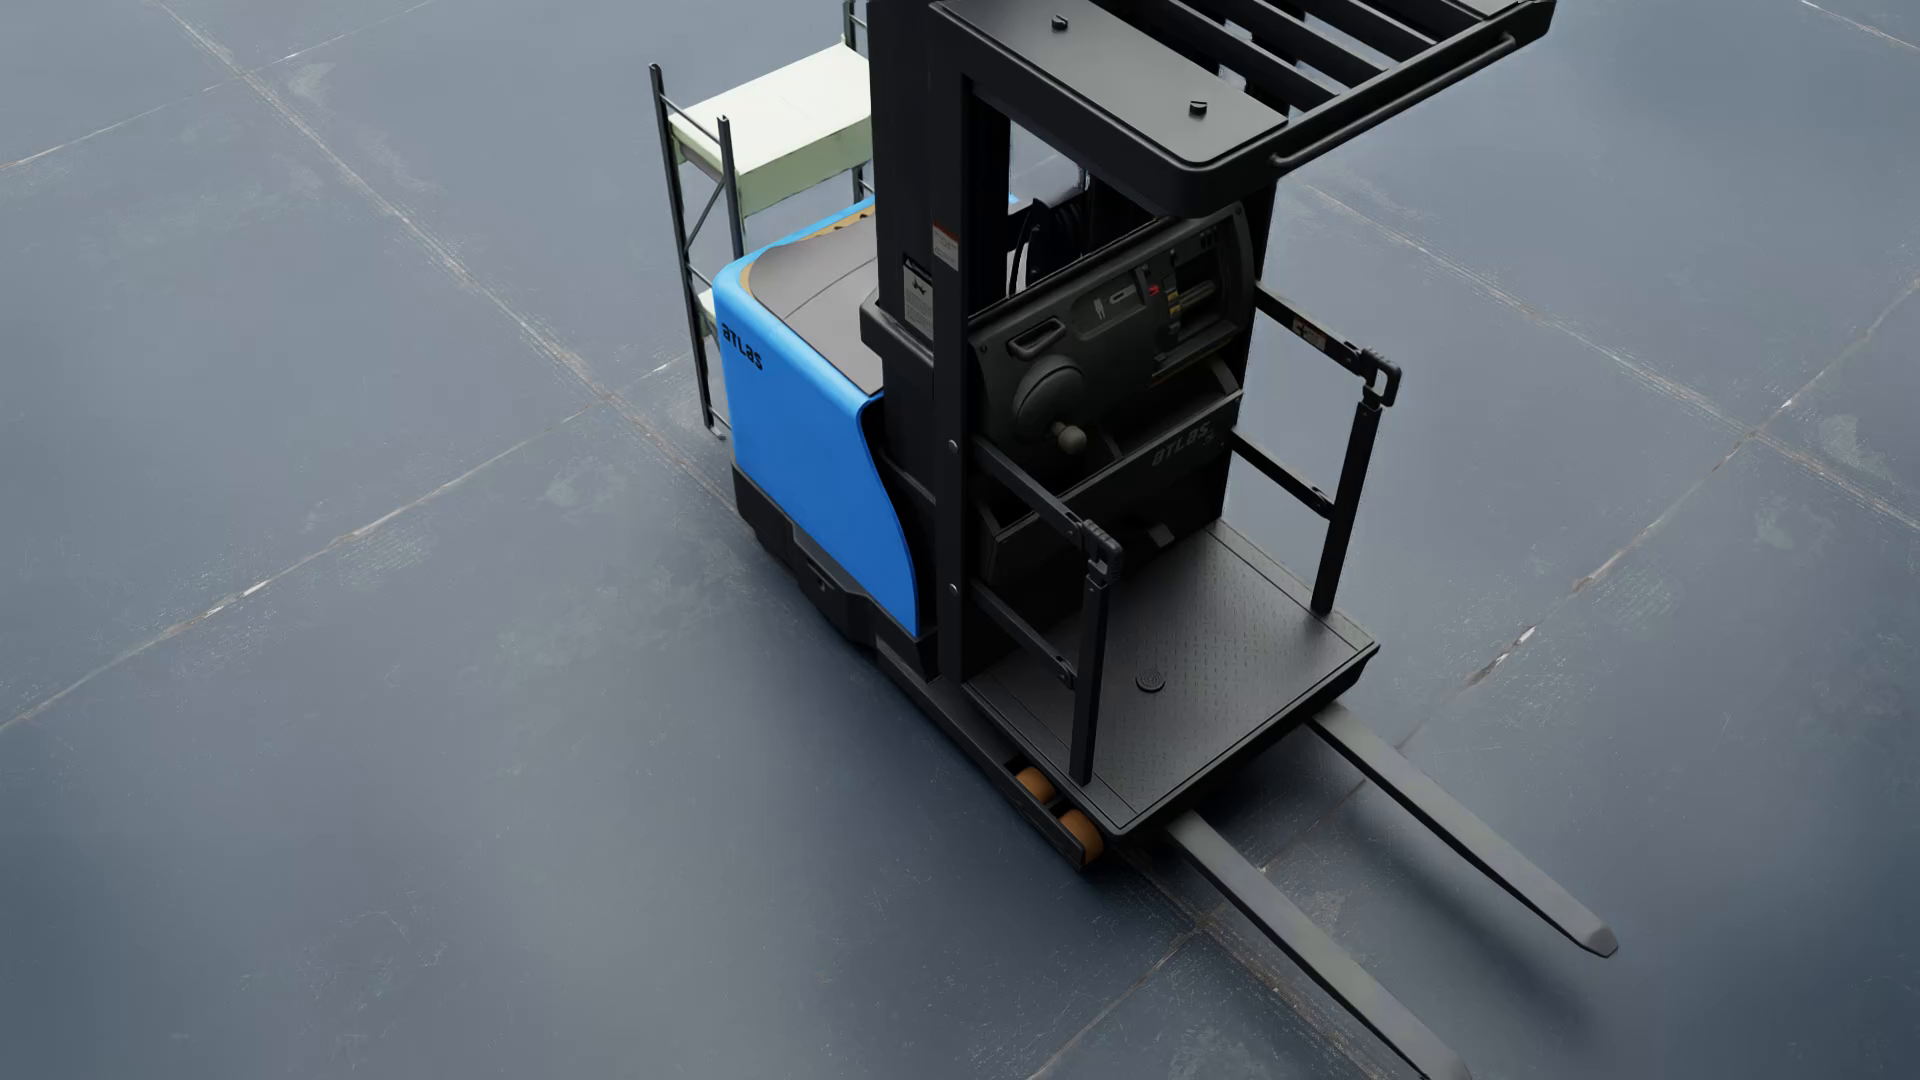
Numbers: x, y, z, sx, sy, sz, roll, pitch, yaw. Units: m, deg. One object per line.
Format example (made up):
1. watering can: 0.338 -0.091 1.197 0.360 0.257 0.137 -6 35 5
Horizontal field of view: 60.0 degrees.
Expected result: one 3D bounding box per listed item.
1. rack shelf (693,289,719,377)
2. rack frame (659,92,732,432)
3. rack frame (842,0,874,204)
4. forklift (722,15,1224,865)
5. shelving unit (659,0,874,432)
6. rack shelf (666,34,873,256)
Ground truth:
1. rack shelf: -0.527 -0.777 5.890 0.720 0.370 0.431 -32 55 -26
2. rack frame: -0.809 -0.826 5.492 0.010 1.308 0.380 -32 55 -26
3. rack frame: -0.246 -1.170 5.809 0.023 1.500 0.400 -32 55 -26
4. forklift: -10.108 -3.631 7.149 12.119 2.867 21.055 -31 54 -25
5. shelving unit: -0.524 -1.000 5.652 0.748 1.500 0.431 -32 55 -26
6. rack shelf: -0.527 -1.263 5.364 0.720 0.370 0.431 -32 55 -26
